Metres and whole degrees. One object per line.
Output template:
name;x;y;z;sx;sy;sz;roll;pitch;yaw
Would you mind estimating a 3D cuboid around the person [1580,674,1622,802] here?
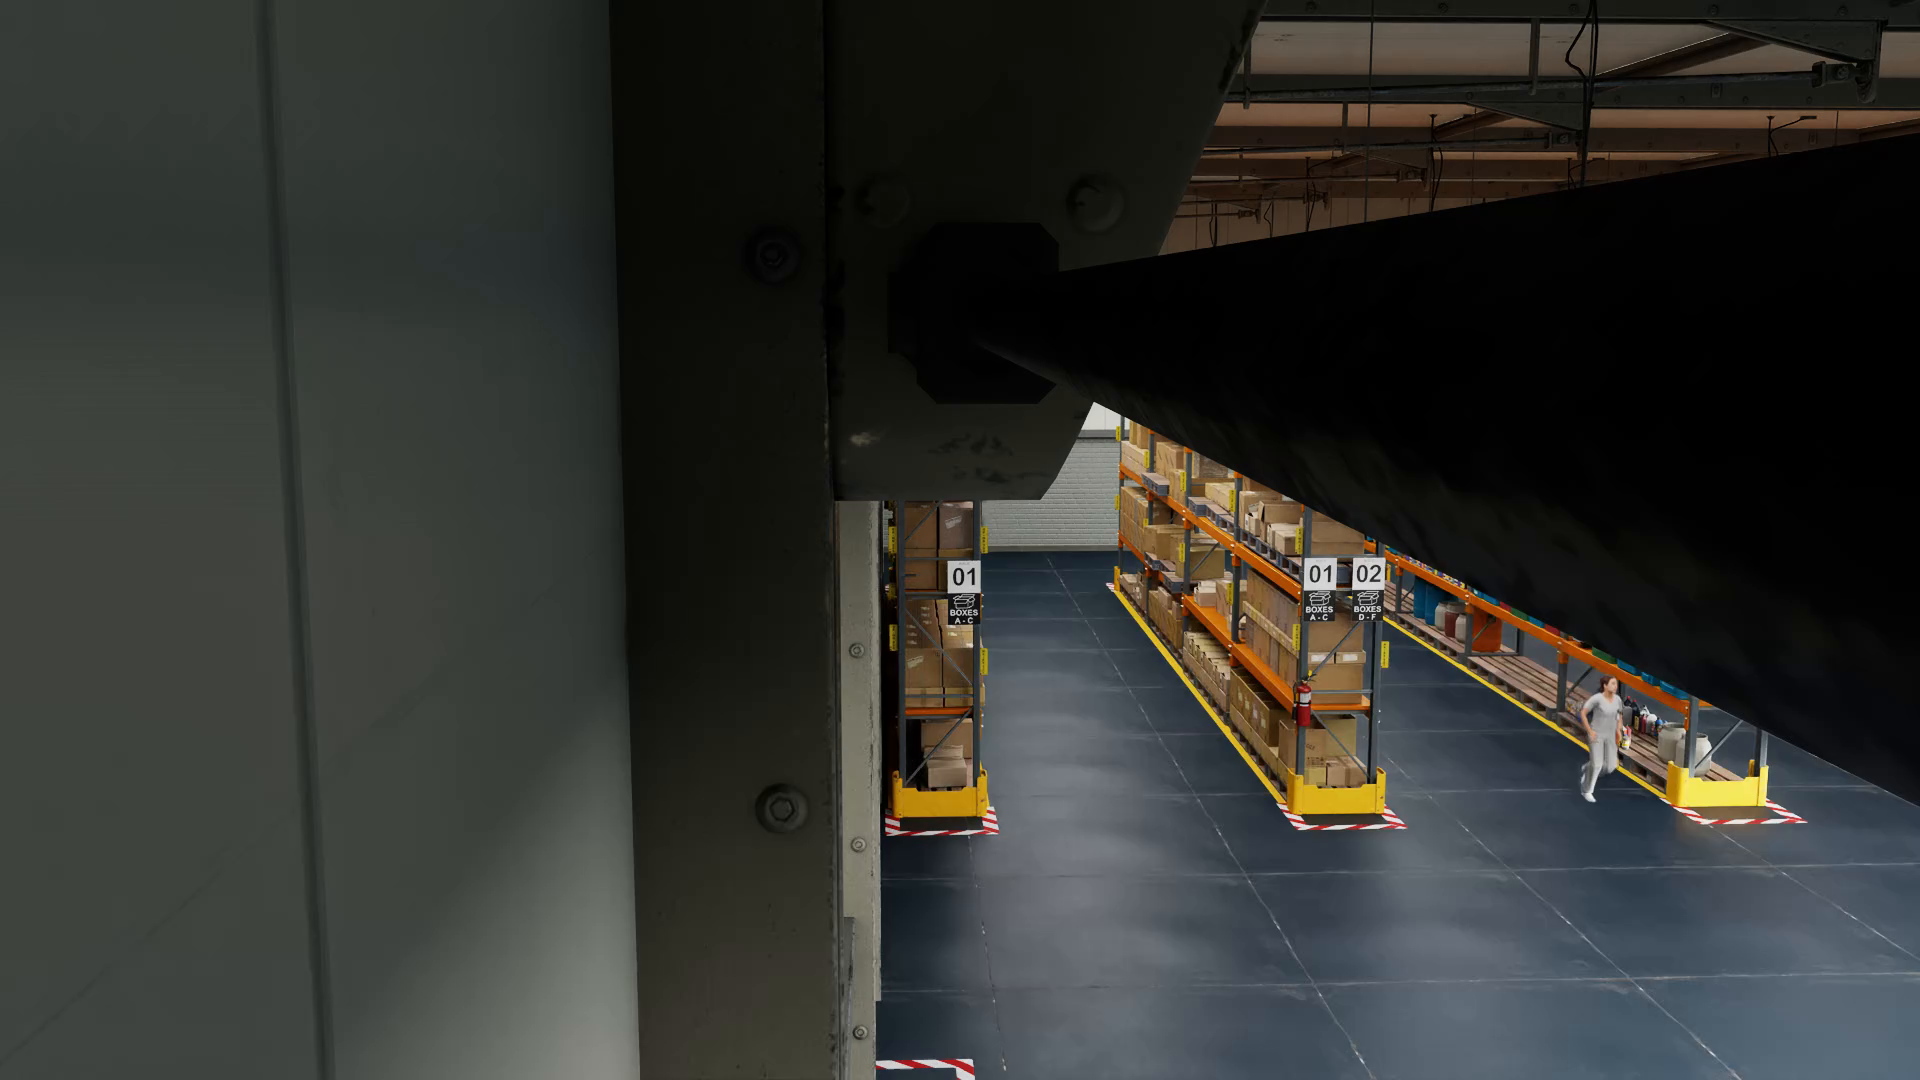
person;8.200;2.470;21.201;0.609;1.543;0.495;-2;8;-12
